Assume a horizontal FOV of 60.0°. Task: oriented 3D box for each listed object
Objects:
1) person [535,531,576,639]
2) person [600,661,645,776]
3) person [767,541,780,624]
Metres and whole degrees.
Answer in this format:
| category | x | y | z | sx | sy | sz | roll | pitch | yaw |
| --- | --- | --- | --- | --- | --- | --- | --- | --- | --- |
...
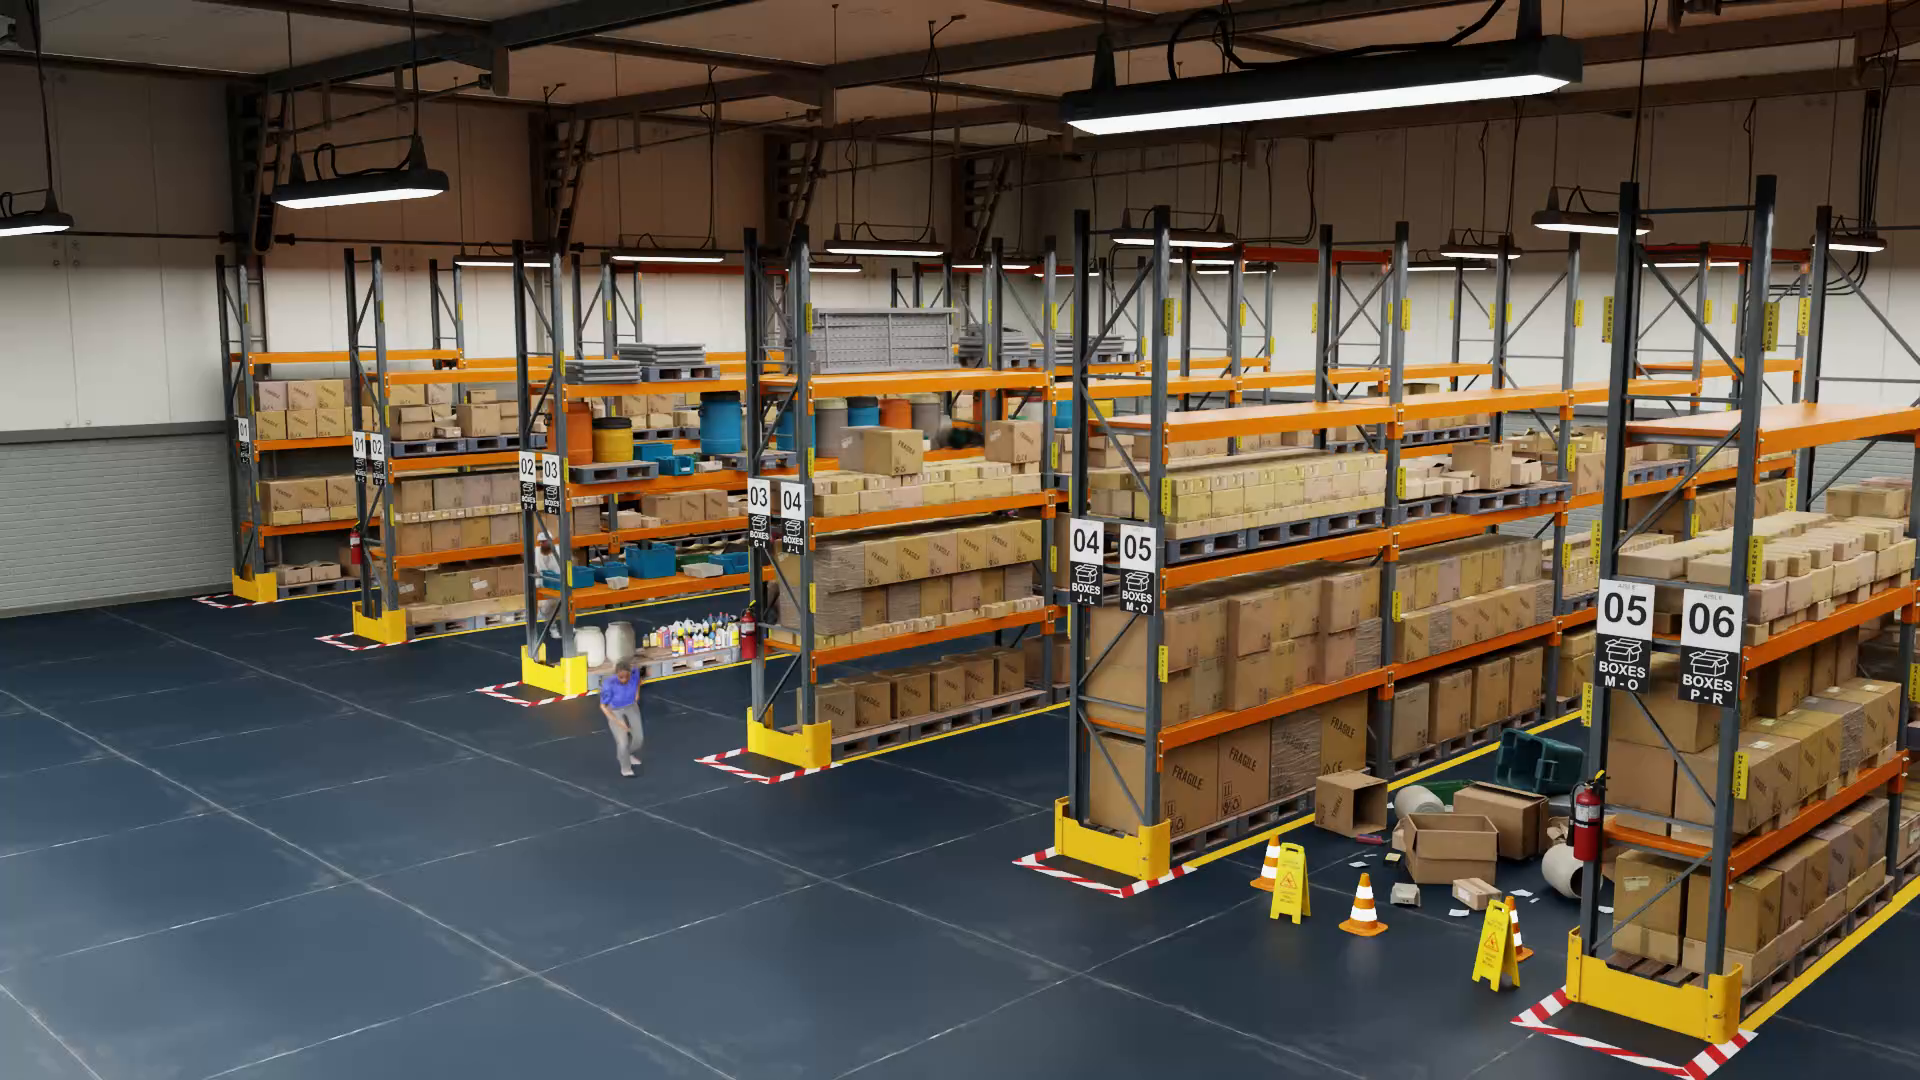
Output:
| category | x | y | z | sx | sy | sz | roll | pitch | yaw |
| --- | --- | --- | --- | --- | --- | --- | --- | --- | --- |
| person | -6.336 | 0.678 | 25.812 | 0.682 | 1.716 | 0.793 | -2 | 8 | -12 |
| person | -3.700 | 1.923 | 18.227 | 0.595 | 1.374 | 0.920 | -5 | 10 | -32 |
| person | -3.057 | 0.588 | 26.669 | 0.908 | 1.623 | 0.674 | -6 | 10 | -35 |
